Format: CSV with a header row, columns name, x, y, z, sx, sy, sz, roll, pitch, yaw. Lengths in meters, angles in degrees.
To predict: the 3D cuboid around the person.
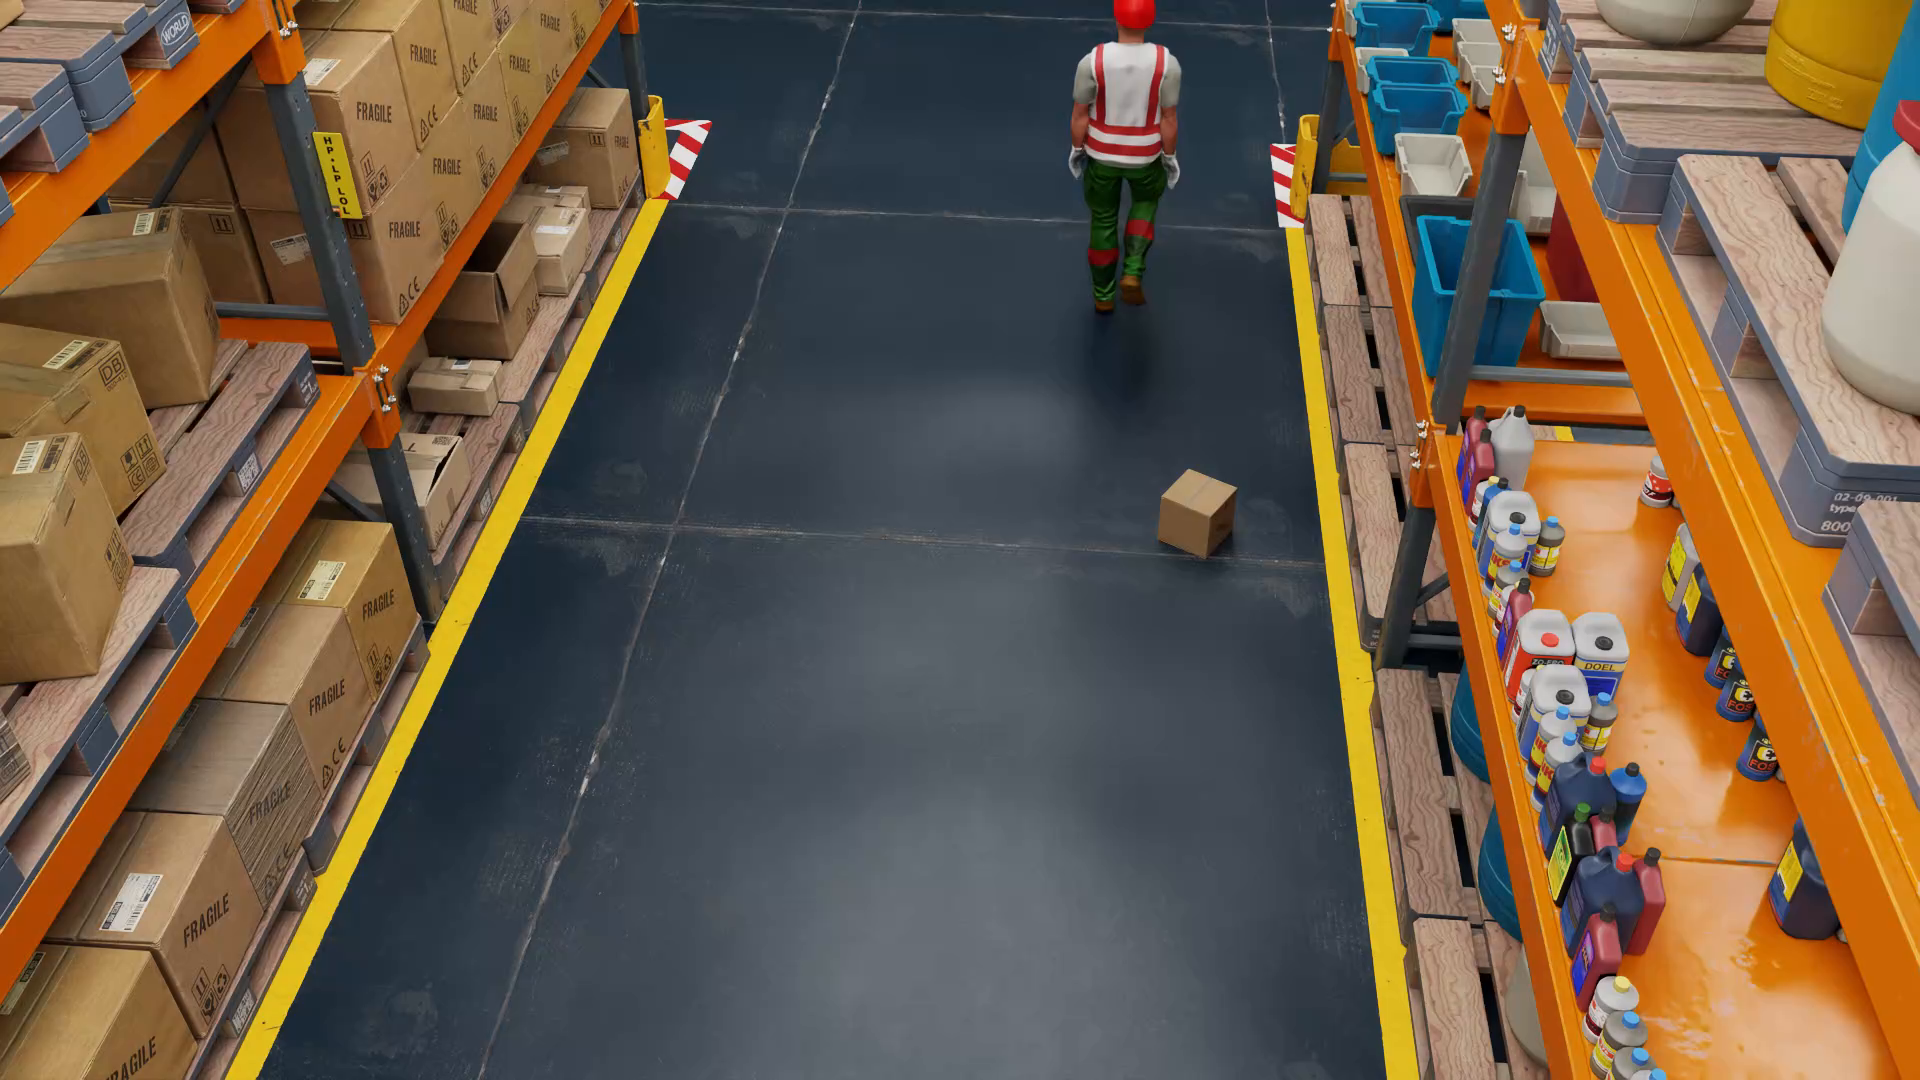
name,x,y,z,sx,sy,sz,roll,pitch,yaw
person,0.842,-1.985,8.486,0.571,1.777,0.486,3,40,4
